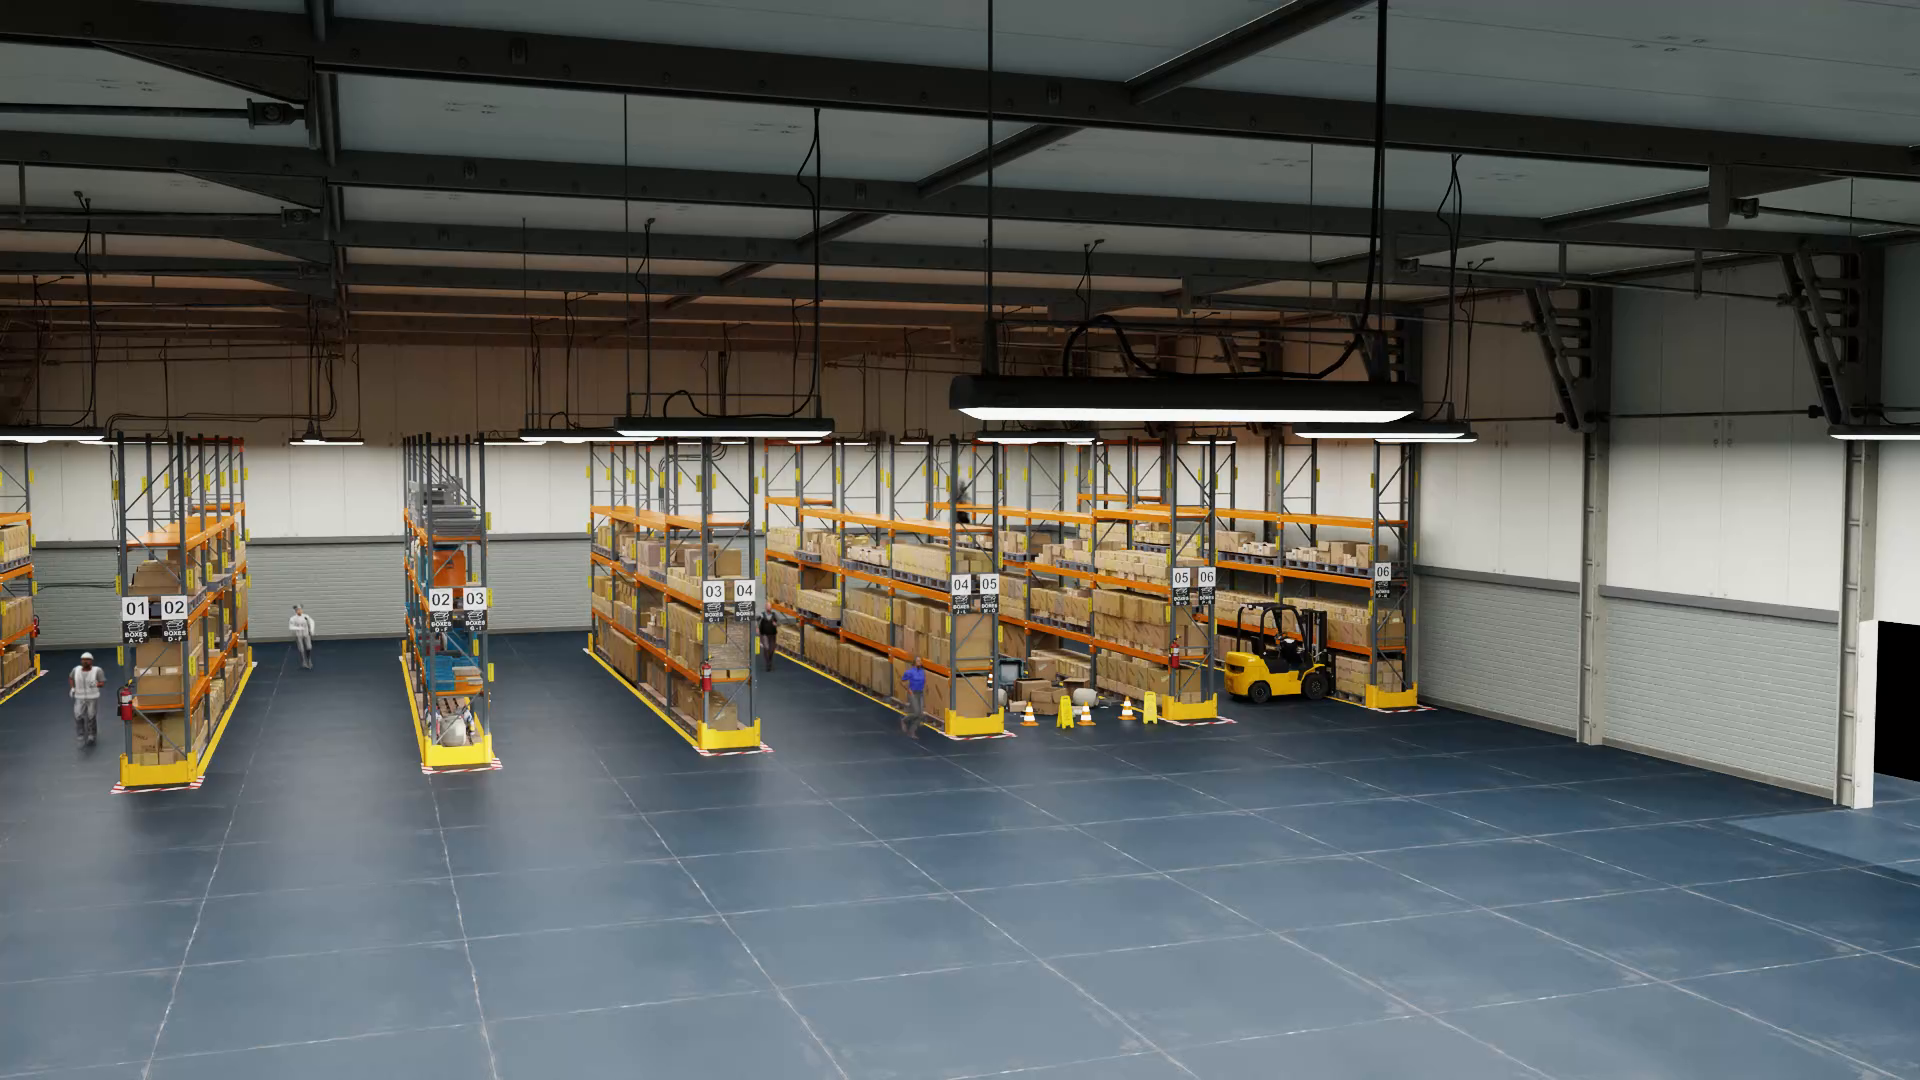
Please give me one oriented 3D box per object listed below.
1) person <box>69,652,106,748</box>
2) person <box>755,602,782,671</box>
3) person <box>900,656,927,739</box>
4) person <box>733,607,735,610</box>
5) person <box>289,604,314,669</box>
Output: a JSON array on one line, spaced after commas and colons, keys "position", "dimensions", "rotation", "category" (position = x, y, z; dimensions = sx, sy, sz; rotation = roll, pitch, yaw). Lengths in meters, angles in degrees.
[{"position": [-16.751, 3.072, 31.908], "dimensions": [0.654, 1.832, 0.764], "rotation": [-1, 3, -21], "category": "person"}, {"position": [-4.926, 2.464, 42.819], "dimensions": [0.651, 1.720, 0.955], "rotation": [-1, 3, -20], "category": "person"}, {"position": [-0.864, 3.112, 32.880], "dimensions": [0.567, 1.609, 0.536], "rotation": [-3, 4, -43], "category": "person"}, {"position": [-6.434, 2.230, 48.678], "dimensions": [0.601, 1.562, 0.874], "rotation": [3, 4, 42], "category": "person"}, {"position": [-17.075, 2.507, 43.150], "dimensions": [0.613, 1.696, 0.604], "rotation": [-2, 4, -26], "category": "person"}]
